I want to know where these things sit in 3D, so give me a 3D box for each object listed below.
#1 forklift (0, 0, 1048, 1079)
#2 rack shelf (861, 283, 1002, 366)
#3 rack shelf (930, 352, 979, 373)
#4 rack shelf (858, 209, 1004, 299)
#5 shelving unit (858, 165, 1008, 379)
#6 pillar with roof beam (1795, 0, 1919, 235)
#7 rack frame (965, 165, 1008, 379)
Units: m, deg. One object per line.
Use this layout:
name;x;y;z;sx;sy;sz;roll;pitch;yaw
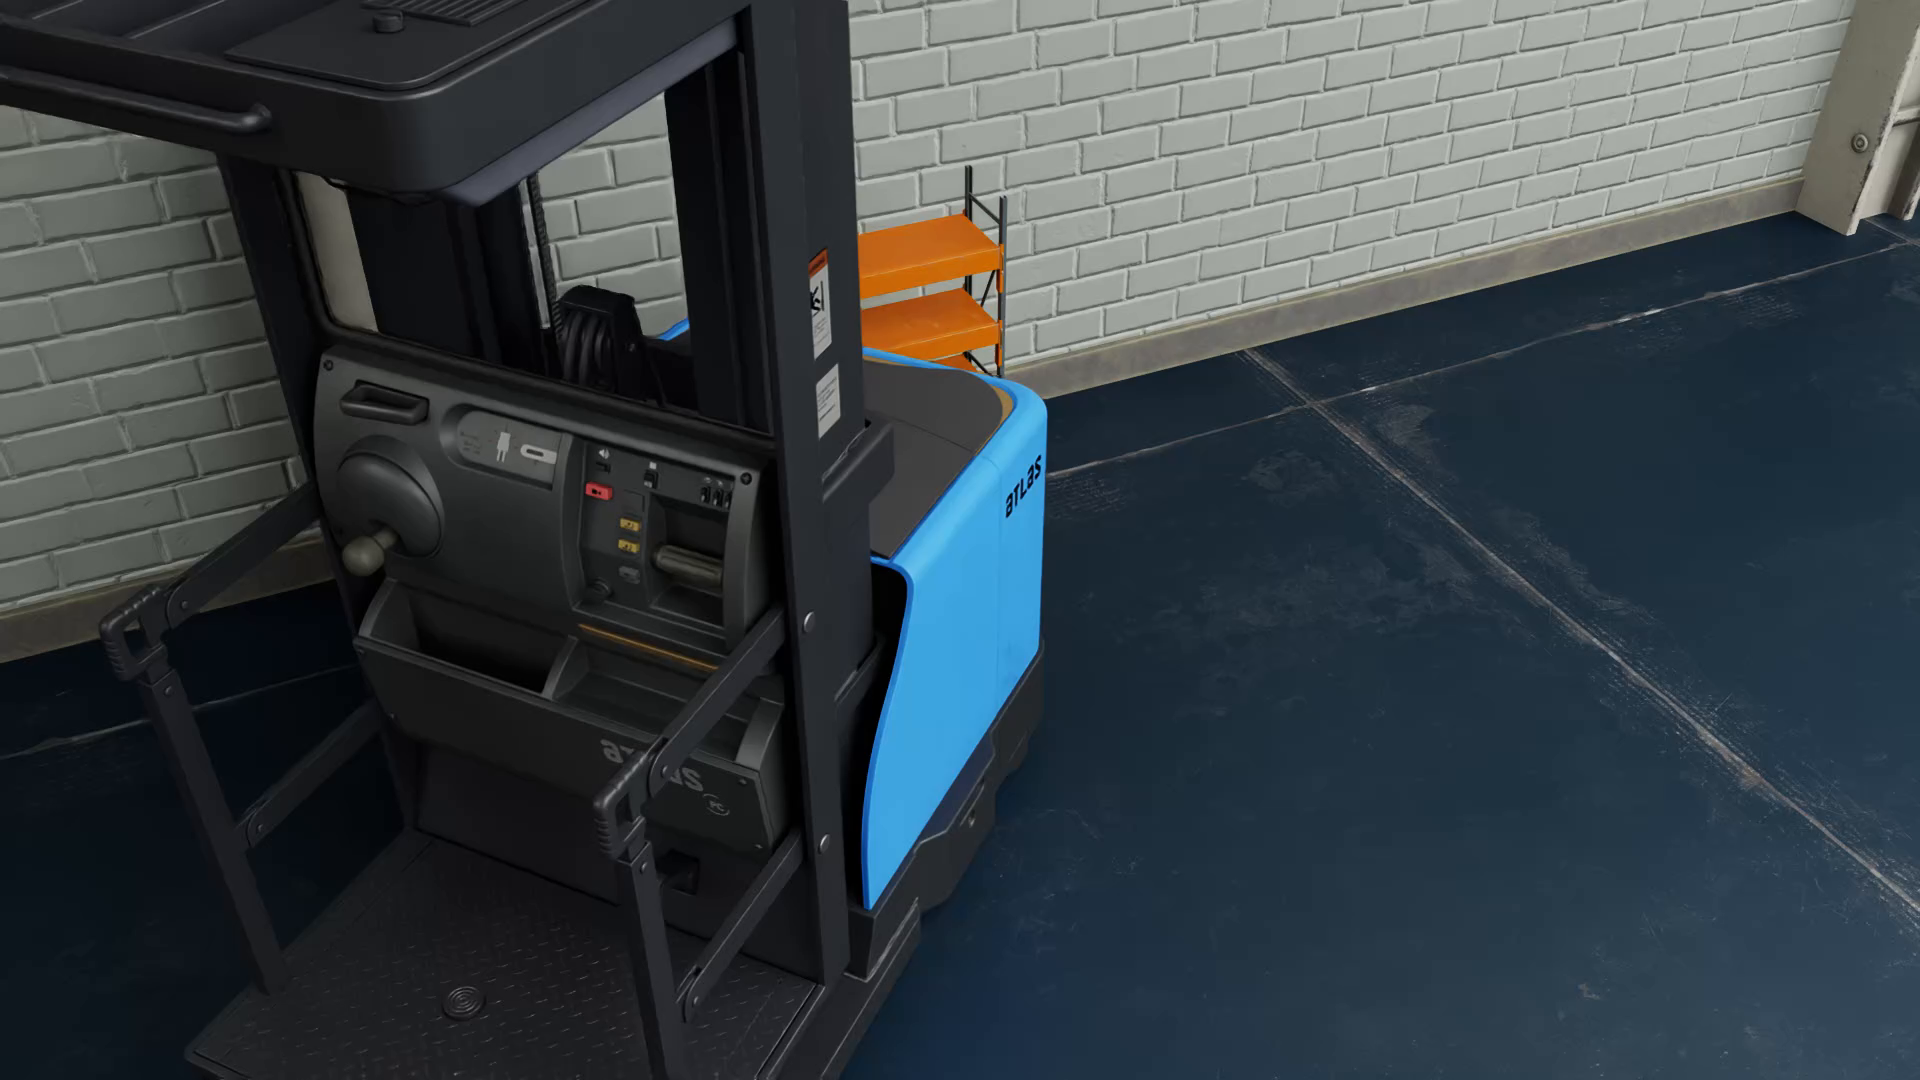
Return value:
forklift;-0.850;0.003;2.786;1.130;2.935;3.031;15;39;20
rack shelf;-0.150;-0.566;4.743;0.480;0.148;0.258;-16;39;-20
rack shelf;-0.150;-0.386;4.876;0.480;0.148;0.258;-16;39;-20
rack shelf;-0.150;-0.756;4.602;0.480;0.148;0.258;-16;39;-20
shelving unit;-0.150;-0.440;4.836;0.503;1.200;0.258;-16;39;-20
pillar with roof beam;5.657;-2.701;1.338;0.400;9.000;9.100;-16;39;-20
rack frame;0.071;-0.502;4.919;0.015;1.200;0.240;-16;39;-20
